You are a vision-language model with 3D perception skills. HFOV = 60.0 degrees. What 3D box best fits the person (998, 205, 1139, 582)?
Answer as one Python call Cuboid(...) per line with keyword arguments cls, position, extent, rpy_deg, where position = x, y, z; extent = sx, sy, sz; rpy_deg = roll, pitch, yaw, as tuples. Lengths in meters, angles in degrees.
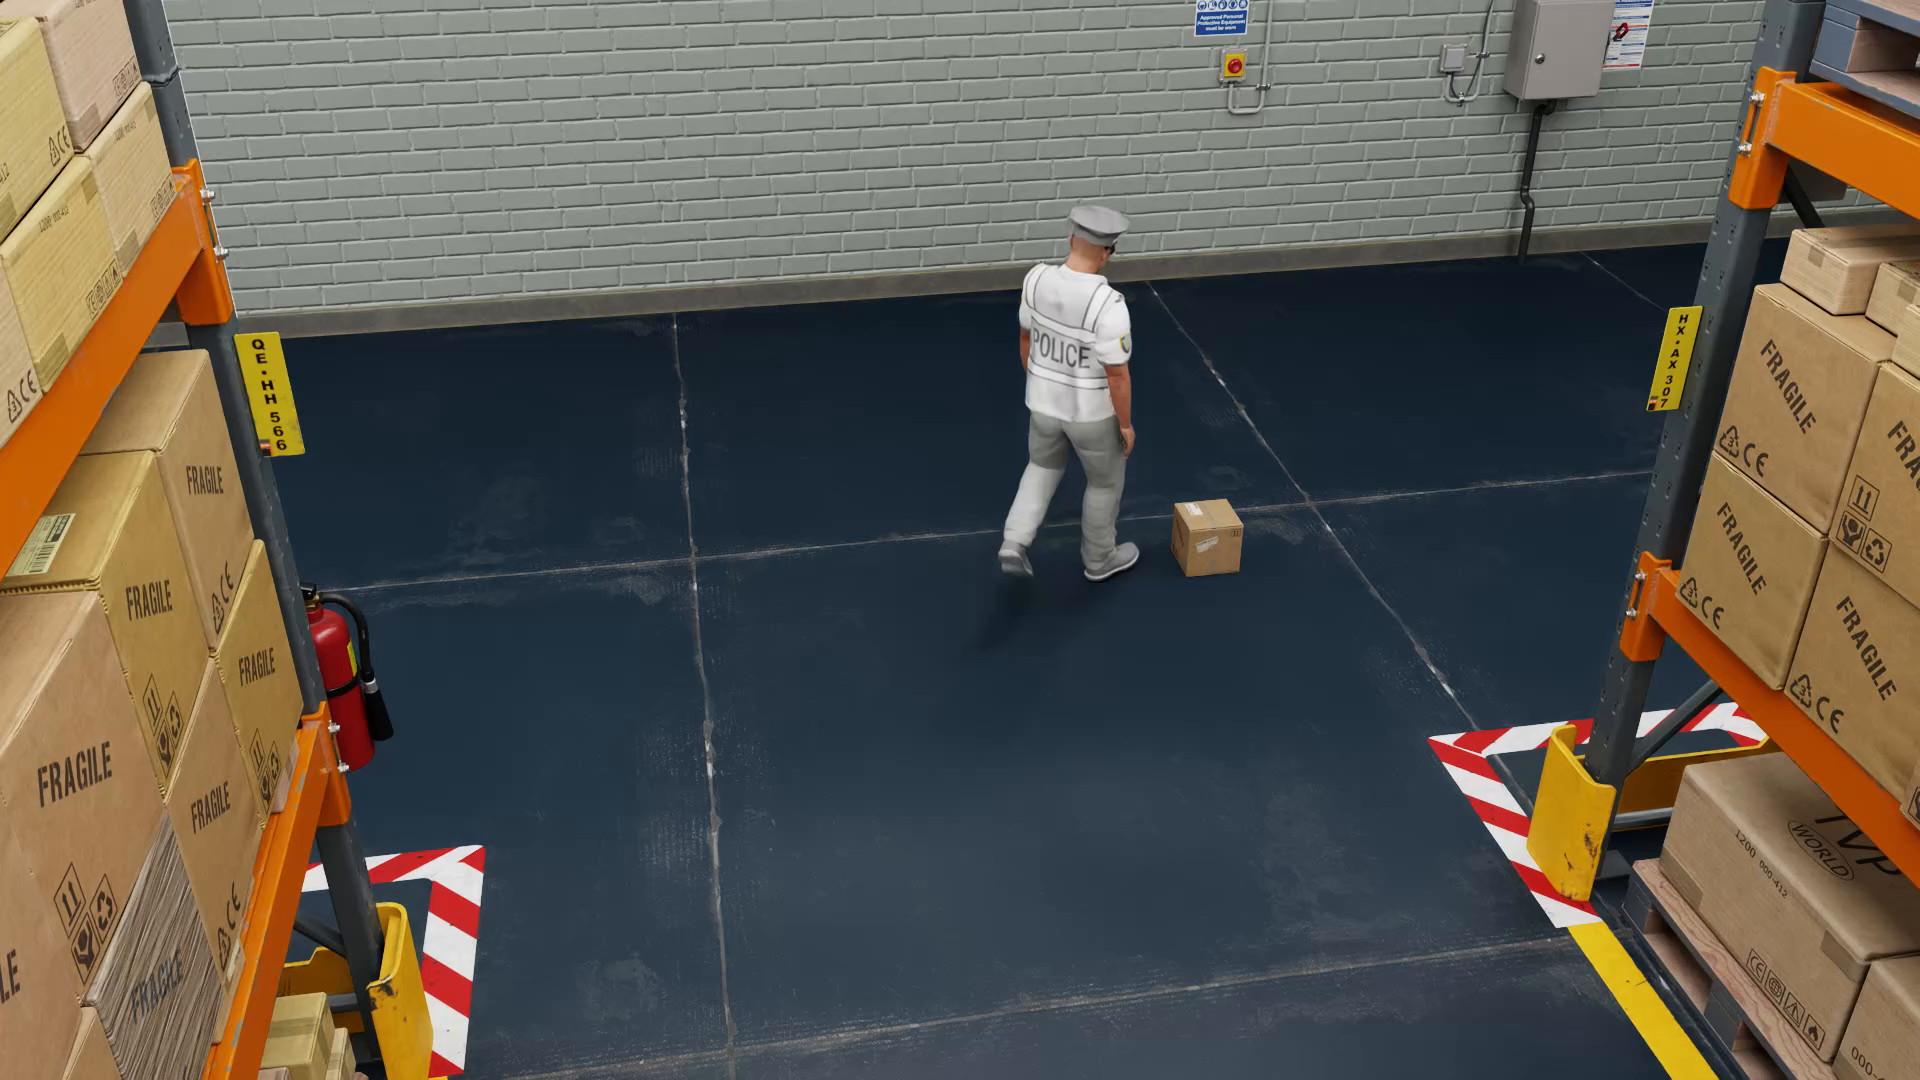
Cuboid(cls="person", position=(0.483, -0.568, 7.069), extent=(0.559, 1.725, 0.743), rpy_deg=(20, 36, 30))
